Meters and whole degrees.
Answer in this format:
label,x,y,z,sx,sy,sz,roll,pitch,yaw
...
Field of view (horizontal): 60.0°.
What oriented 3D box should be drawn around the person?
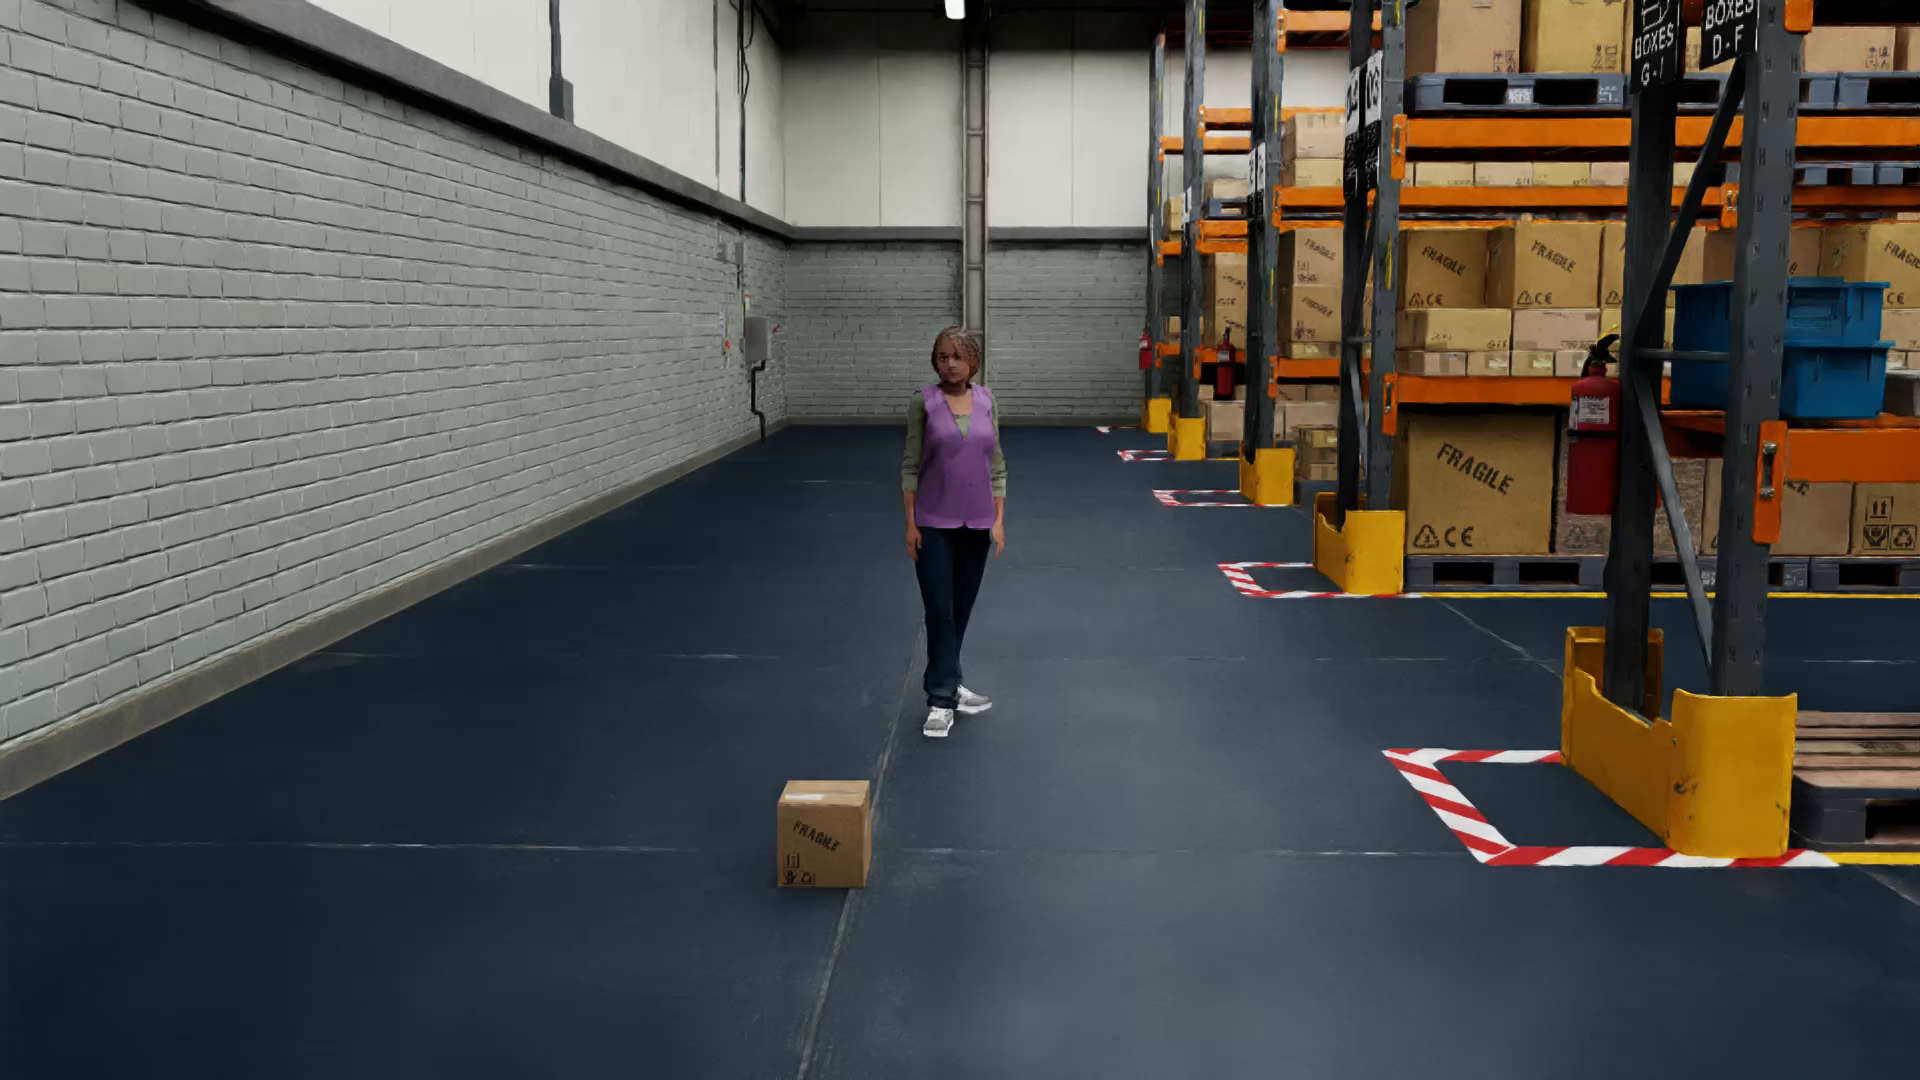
label,x,y,z,sx,sy,sz,roll,pitch,yaw
person,-0.030,-0.043,6.658,0.422,1.591,0.463,-3,8,-23
